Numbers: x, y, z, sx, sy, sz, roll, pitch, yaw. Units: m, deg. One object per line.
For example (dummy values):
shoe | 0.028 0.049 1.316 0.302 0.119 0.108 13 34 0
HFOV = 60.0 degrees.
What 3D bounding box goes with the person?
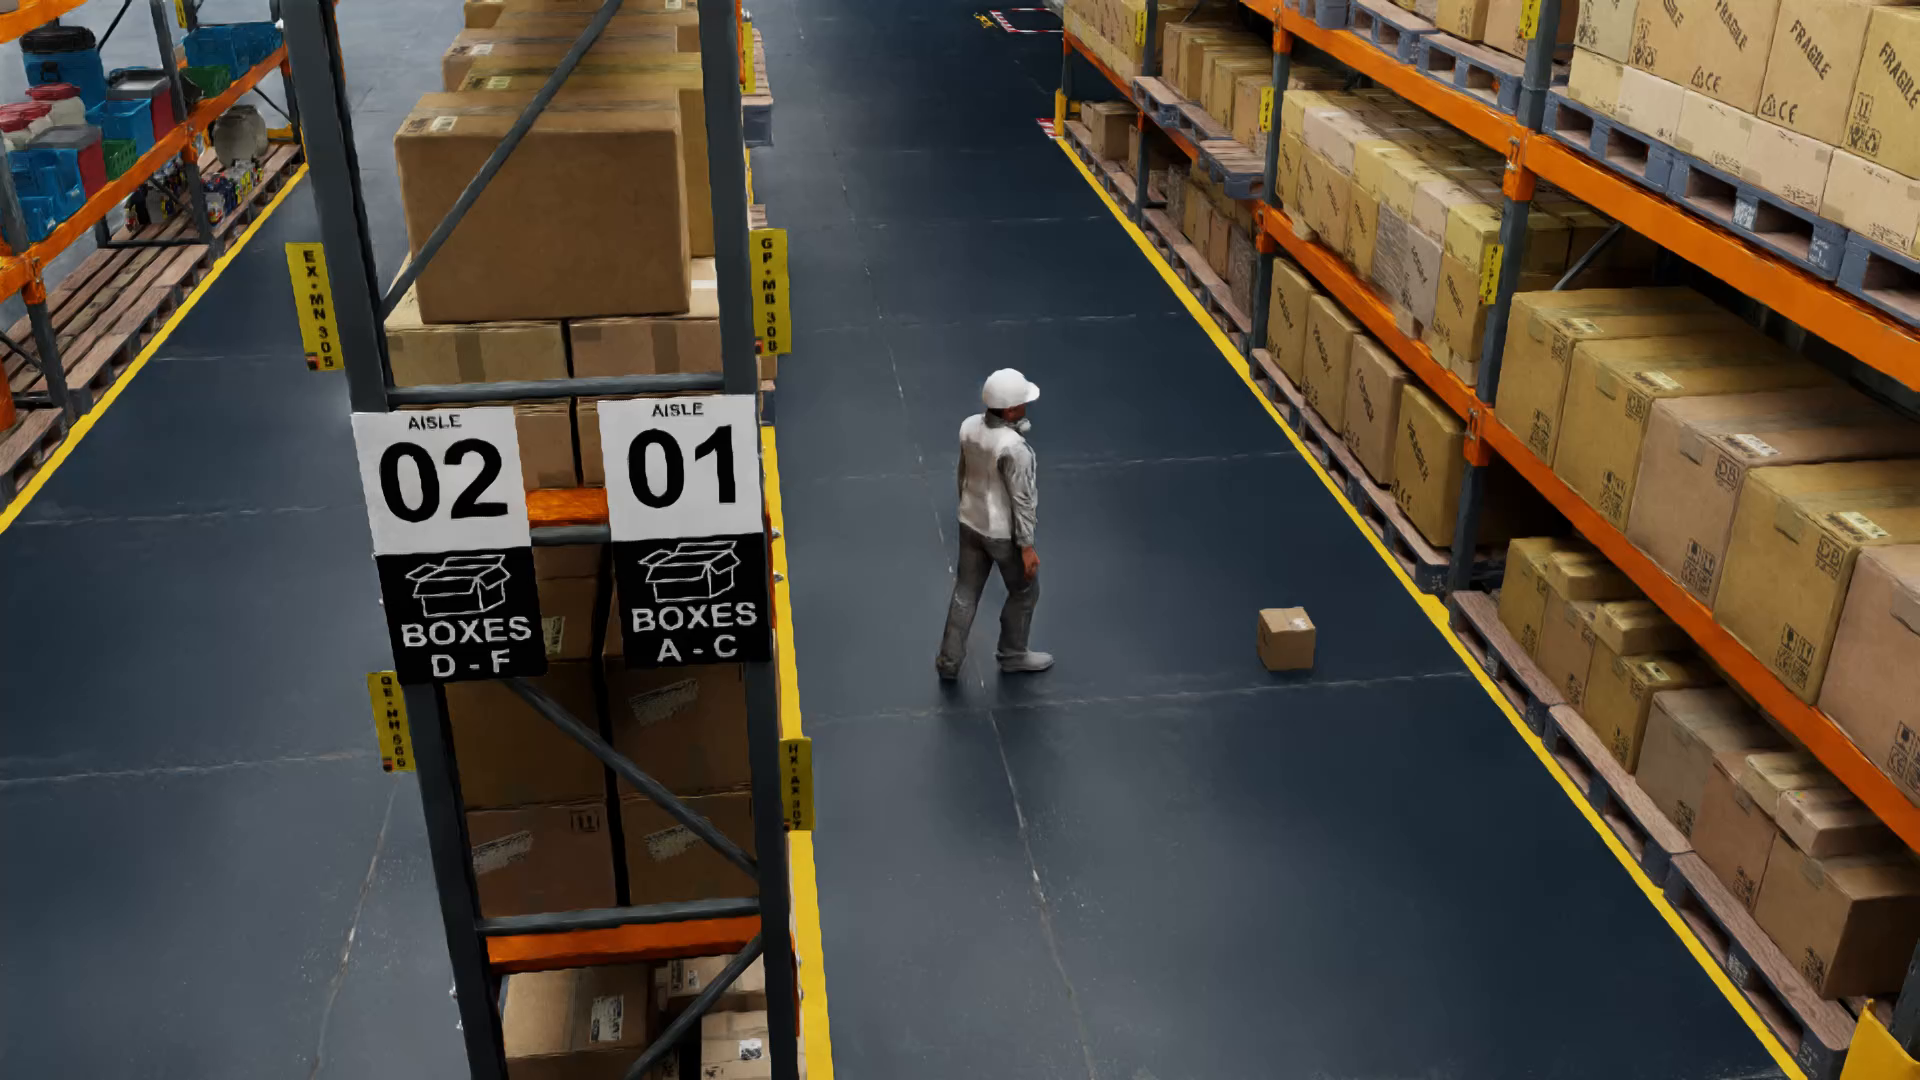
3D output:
person | 0.193 -0.064 8.719 0.606 1.766 0.629 -21 34 -35
